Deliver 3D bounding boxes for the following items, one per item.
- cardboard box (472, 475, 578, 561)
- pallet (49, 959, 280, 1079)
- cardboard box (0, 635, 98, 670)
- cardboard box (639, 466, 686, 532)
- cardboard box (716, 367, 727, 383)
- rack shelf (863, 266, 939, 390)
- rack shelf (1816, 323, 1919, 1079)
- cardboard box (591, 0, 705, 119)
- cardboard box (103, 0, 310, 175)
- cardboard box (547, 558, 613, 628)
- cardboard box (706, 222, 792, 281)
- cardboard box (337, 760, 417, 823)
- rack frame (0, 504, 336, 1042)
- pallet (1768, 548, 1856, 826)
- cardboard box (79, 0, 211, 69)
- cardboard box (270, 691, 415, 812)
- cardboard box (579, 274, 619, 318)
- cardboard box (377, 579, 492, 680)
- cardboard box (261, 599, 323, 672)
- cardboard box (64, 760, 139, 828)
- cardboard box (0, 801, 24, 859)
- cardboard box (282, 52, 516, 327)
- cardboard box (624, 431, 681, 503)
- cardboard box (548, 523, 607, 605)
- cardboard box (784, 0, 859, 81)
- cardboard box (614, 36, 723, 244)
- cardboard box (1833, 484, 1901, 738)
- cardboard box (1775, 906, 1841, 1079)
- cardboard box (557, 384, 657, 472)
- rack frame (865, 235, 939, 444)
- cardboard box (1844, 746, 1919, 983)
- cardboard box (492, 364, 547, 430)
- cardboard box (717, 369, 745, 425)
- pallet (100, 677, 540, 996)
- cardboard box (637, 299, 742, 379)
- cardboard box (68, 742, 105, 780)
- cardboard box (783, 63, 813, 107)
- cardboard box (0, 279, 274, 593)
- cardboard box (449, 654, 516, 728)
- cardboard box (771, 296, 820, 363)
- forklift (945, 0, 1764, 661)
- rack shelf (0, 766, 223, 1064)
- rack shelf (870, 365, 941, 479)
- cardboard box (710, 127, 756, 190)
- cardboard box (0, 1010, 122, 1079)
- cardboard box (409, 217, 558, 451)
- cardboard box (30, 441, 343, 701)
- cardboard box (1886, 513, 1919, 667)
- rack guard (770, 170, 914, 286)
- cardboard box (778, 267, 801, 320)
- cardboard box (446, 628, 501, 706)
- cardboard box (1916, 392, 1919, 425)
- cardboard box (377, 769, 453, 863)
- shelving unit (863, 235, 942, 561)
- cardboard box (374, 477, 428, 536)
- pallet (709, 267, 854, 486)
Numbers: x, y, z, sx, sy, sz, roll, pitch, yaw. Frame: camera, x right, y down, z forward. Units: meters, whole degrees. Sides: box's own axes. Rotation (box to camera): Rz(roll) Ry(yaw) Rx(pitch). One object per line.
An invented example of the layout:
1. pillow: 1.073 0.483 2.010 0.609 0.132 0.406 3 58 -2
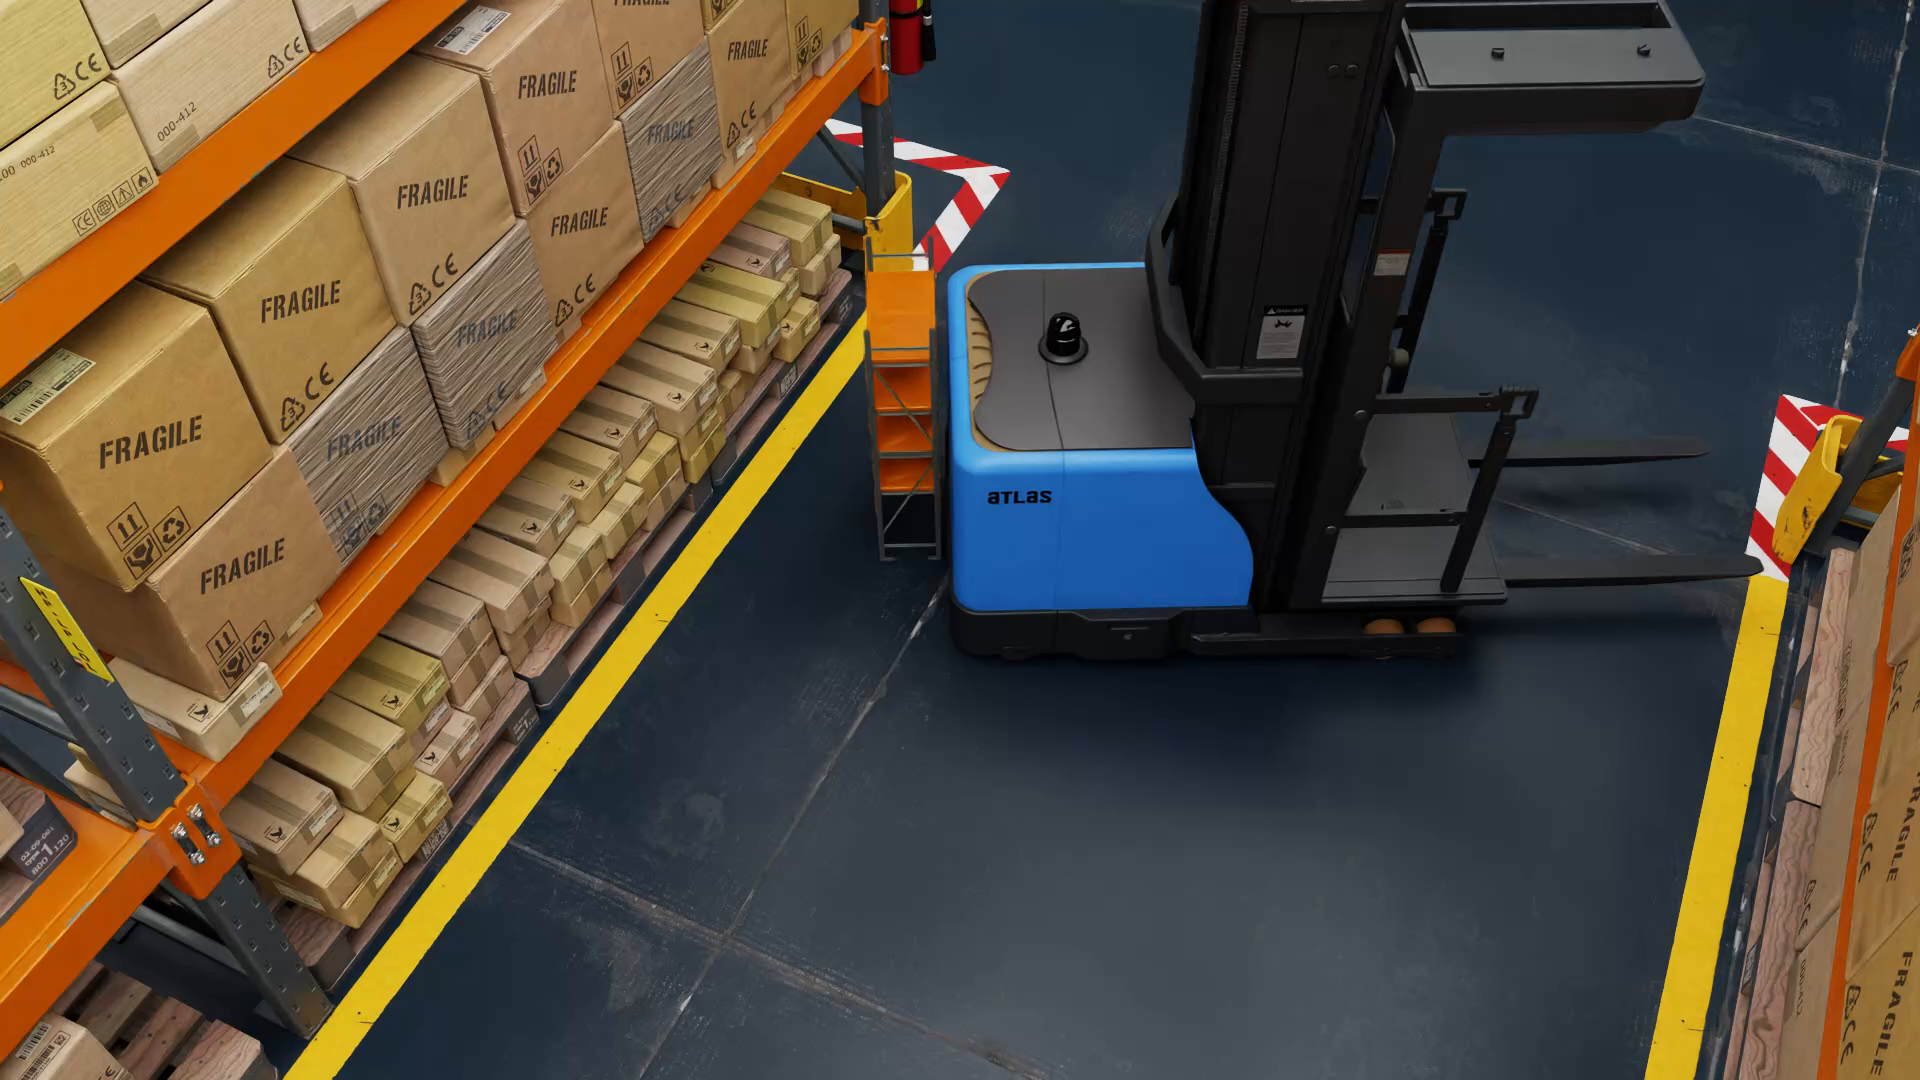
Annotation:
1. cardboard box: -1.584 -0.088 5.876 0.380 0.149 0.250 18 52 15
2. pallet: -2.800 1.838 4.862 1.003 0.211 1.213 20 52 16
3. cardboard box: -2.558 0.207 4.585 0.380 0.149 0.250 19 52 16
4. cardboard box: -1.286 -0.222 6.381 0.380 0.149 0.250 21 53 17
5. cardboard box: -1.155 -0.699 6.591 0.380 0.149 0.250 19 52 16
6. rack shelf: -0.208 -0.755 5.902 0.258 0.148 0.480 -1 50 -1
7. rack shelf: 2.905 0.795 4.391 1.077 0.370 4.000 20 52 16
8. cardboard box: -1.161 -1.703 5.127 0.500 0.500 0.500 22 53 18
9. cardboard box: -1.826 -1.106 3.666 0.500 0.250 0.500 19 52 16
10. cardboard box: -1.505 0.133 6.079 0.380 0.149 0.250 19 52 15
11. cardboard box: -0.916 -1.160 6.788 0.380 0.149 0.250 21 53 17
12. cardboard box: -1.997 0.740 5.366 0.380 0.149 0.250 20 53 16
13. rack frame: -2.468 0.398 4.257 1.000 3.000 0.127 20 52 16
14. pallet: 3.488 0.664 5.861 1.003 0.211 1.213 20 52 16
15. cardboard box: -1.828 -1.282 3.488 0.500 0.250 0.500 20 52 16
16. cardboard box: -1.963 0.653 5.246 0.380 0.149 0.250 22 53 18
17. cardboard box: -1.372 -0.912 5.537 0.380 0.149 0.250 21 53 17
18. cardboard box: -1.808 0.276 5.567 0.380 0.149 0.250 19 52 15
19. cardboard box: -2.008 0.189 4.600 0.380 0.149 0.250 21 53 17
20. cardboard box: -2.621 0.769 5.342 0.380 0.149 0.250 21 53 17
21. cardboard box: -2.459 0.681 3.905 0.380 0.149 0.250 19 52 15
22. cardboard box: -1.604 -0.985 4.516 0.500 0.500 0.500 21 53 17
23. cardboard box: -1.283 -0.319 6.268 0.380 0.149 0.250 22 53 18
24. cardboard box: -1.504 0.041 5.961 0.380 0.149 0.250 19 52 16
25. cardboard box: -0.719 -2.092 6.115 0.500 0.500 0.500 21 53 17
26. cardboard box: -1.151 -1.387 5.515 0.500 0.500 0.500 20 52 16
27. cardboard box: 3.568 0.366 5.691 0.875 0.438 0.875 18 52 15
28. cardboard box: 2.798 1.619 4.624 0.875 0.438 0.875 18 52 15
29. cardboard box: -1.357 -0.434 6.171 0.380 0.149 0.250 18 52 15
30. rack frame: -0.210 -0.686 6.360 0.240 1.200 0.015 -1 50 -1
31. cardboard box: 2.434 0.797 3.852 0.500 0.500 0.500 19 52 16
32. cardboard box: -1.533 -0.532 5.213 0.380 0.149 0.250 22 53 18
33. cardboard box: -1.099 -0.600 6.702 0.380 0.149 0.250 20 53 16
34. pallet: -2.213 0.828 5.722 1.003 0.211 1.213 20 52 16
35. cardboard box: -1.080 -0.783 6.467 0.380 0.149 0.250 18 52 15
36. cardboard box: -2.552 0.663 5.237 0.380 0.149 0.250 21 53 17
37. cardboard box: -0.783 -1.799 6.292 0.380 0.149 0.250 20 52 16
38. cardboard box: -2.055 -0.286 3.922 0.500 0.500 0.500 21 53 17
39. cardboard box: -1.786 0.477 5.786 0.380 0.149 0.250 19 52 15
40. cardboard box: -0.814 -0.928 6.982 0.380 0.149 0.250 21 53 17
41. forklift: 1.466 -0.912 5.417 3.031 2.935 1.130 -1 50 -1
42. rack shelf: -3.323 2.008 3.359 1.077 0.370 4.000 20 52 16
43. rack shelf: -0.204 -0.457 6.253 0.258 0.148 0.480 -1 50 -1
44. cardboard box: -0.965 -1.439 5.985 0.380 0.149 0.250 21 53 17
45. cardboard box: -2.558 1.424 4.257 0.500 0.250 0.500 19 52 15
46. cardboard box: -1.576 -0.668 4.903 0.500 0.500 0.500 19 52 15
47. cardboard box: -2.029 0.010 4.326 0.500 0.500 0.500 19 52 15
48. cardboard box: 2.870 0.091 4.452 0.500 0.500 0.500 20 52 16
49. rack guard: -0.792 -1.494 7.508 1.175 0.500 0.348 20 52 16
50. cardboard box: -0.887 -1.046 6.887 0.380 0.149 0.250 19 52 15
51. cardboard box: -1.808 0.376 5.676 0.380 0.149 0.250 17 52 14
52. cardboard box: 3.295 -0.611 5.050 0.500 0.500 0.500 19 52 16
53. cardboard box: -1.909 0.856 5.463 0.380 0.149 0.250 21 53 17
54. shelving unit: -0.204 -0.501 6.202 0.258 1.200 0.503 -1 50 -1
55. cardboard box: -1.821 -0.197 4.928 0.380 0.149 0.250 18 52 14
56. pallet: -1.171 -0.852 7.152 1.003 0.211 1.213 20 52 16
